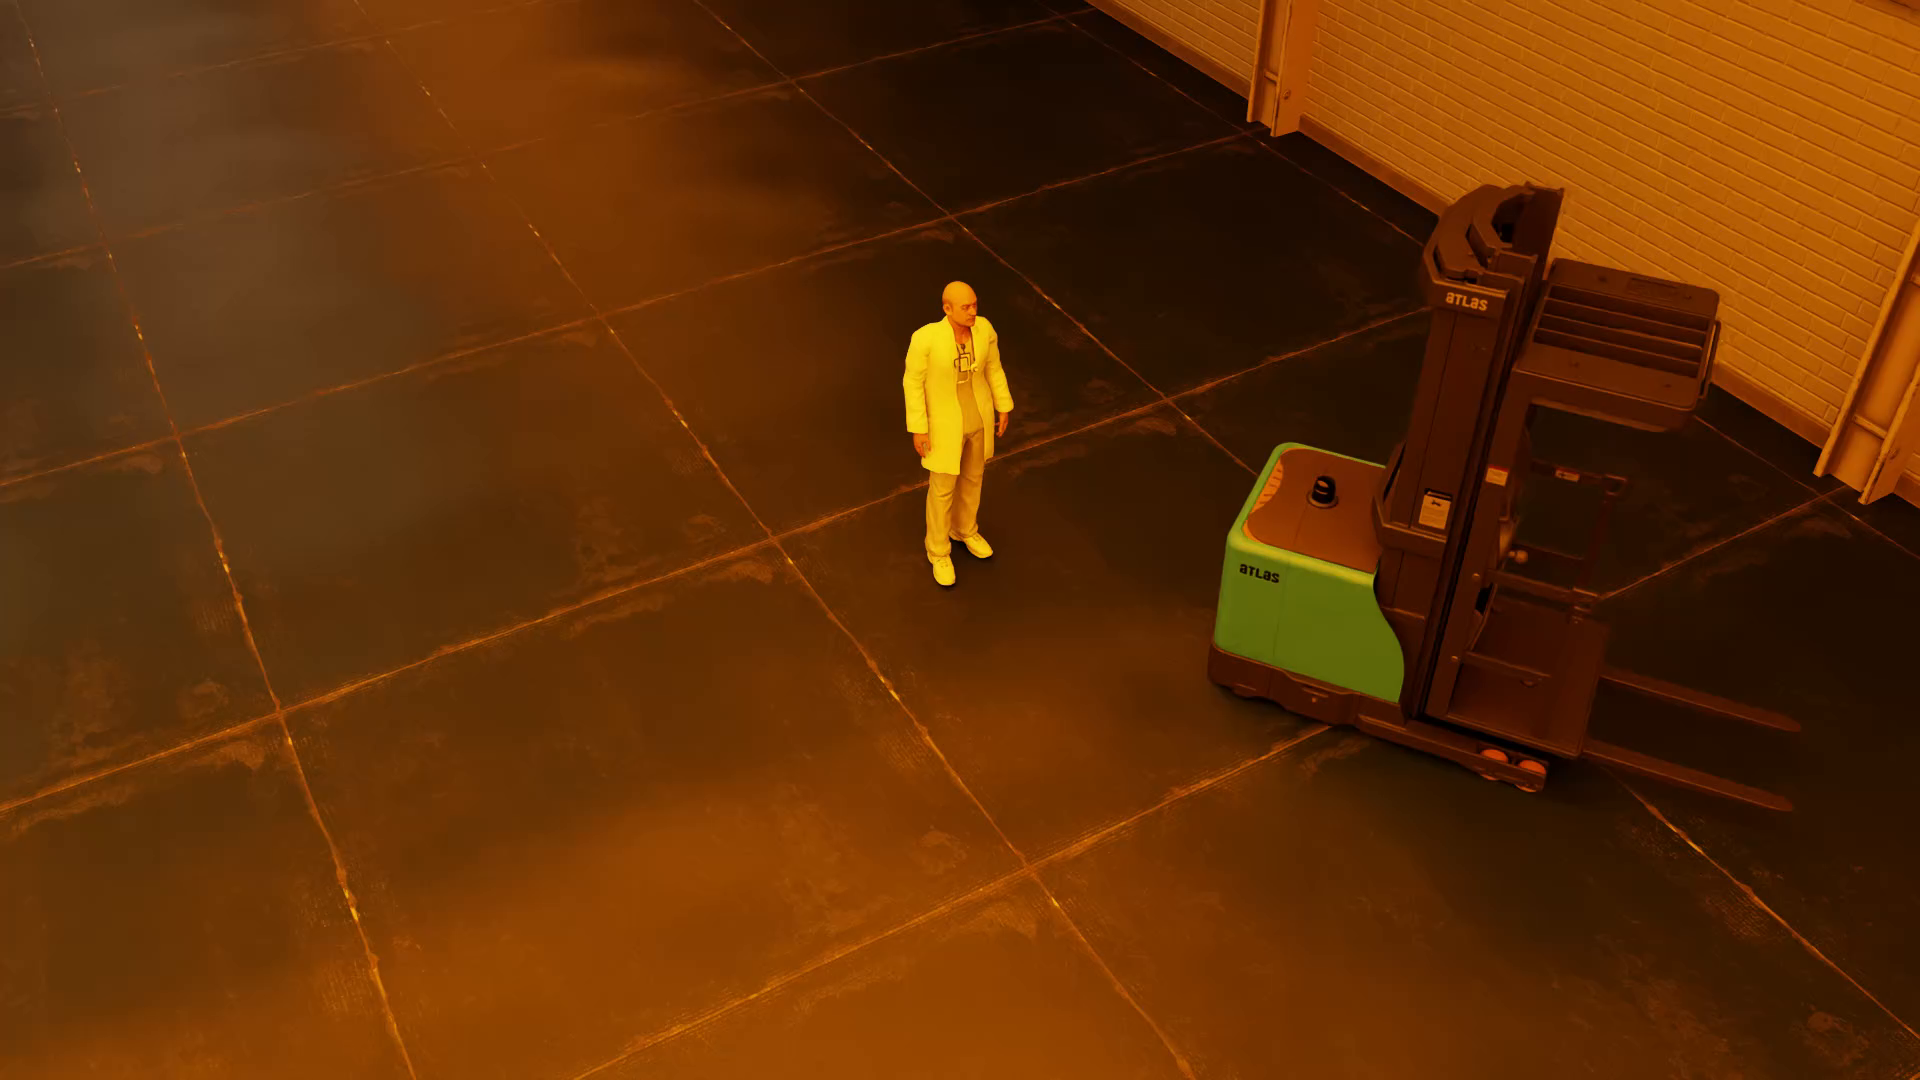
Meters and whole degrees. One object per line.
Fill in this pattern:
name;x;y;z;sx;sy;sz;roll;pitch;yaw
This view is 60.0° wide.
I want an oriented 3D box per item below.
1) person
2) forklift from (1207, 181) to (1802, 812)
person;0.043;-0.638;9.697;0.696;1.778;0.578;-20;44;-23
forklift;2.945;-0.195;8.271;3.031;2.935;1.130;17;42;19
